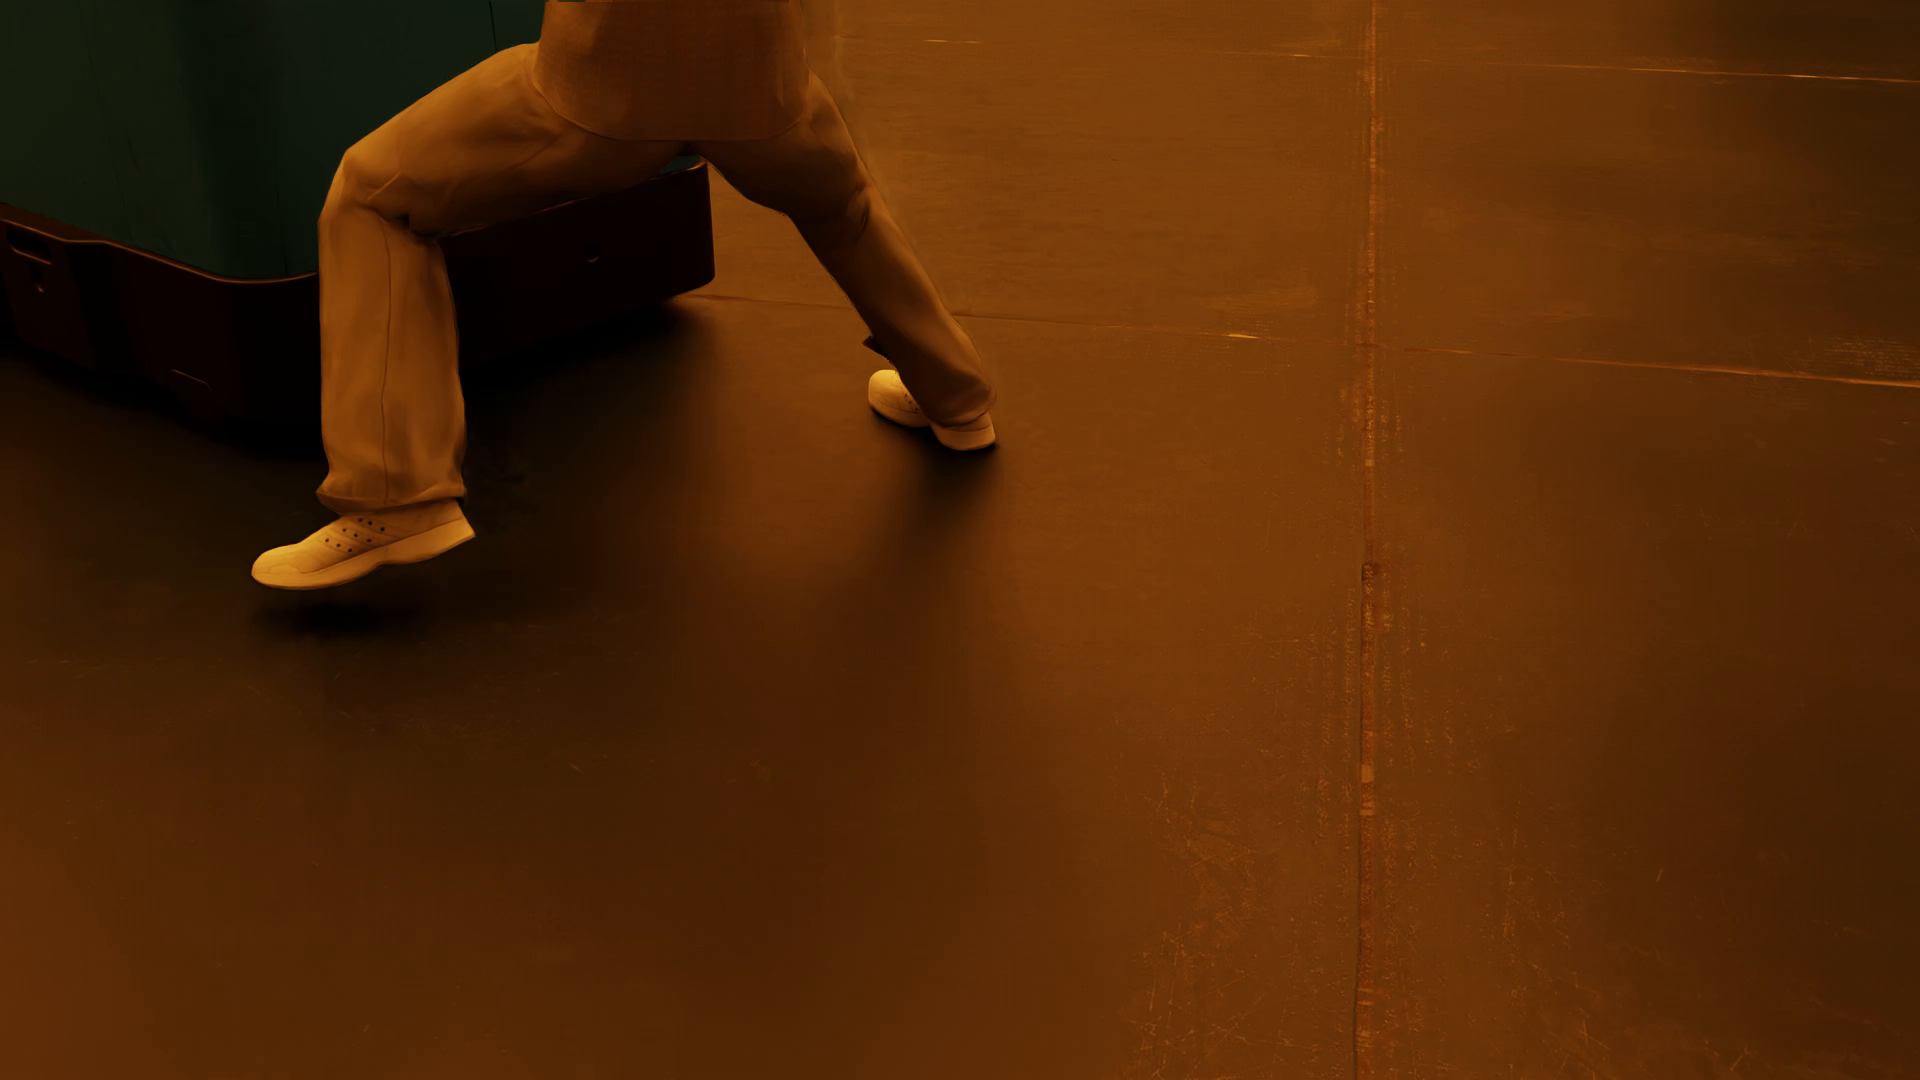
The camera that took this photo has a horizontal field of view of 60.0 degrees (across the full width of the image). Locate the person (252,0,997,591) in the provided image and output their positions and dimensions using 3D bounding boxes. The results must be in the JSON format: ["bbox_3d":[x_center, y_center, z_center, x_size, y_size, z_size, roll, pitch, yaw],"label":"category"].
[{"bbox_3d":[-0.465,-0.700,2.270,1.173,1.454,0.632,-9,28,-18],"label":"person"}]

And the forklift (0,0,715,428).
[{"bbox_3d":[-1.982,-2.016,3.242,3.031,2.935,1.130,19,32,33],"label":"forklift"}]
